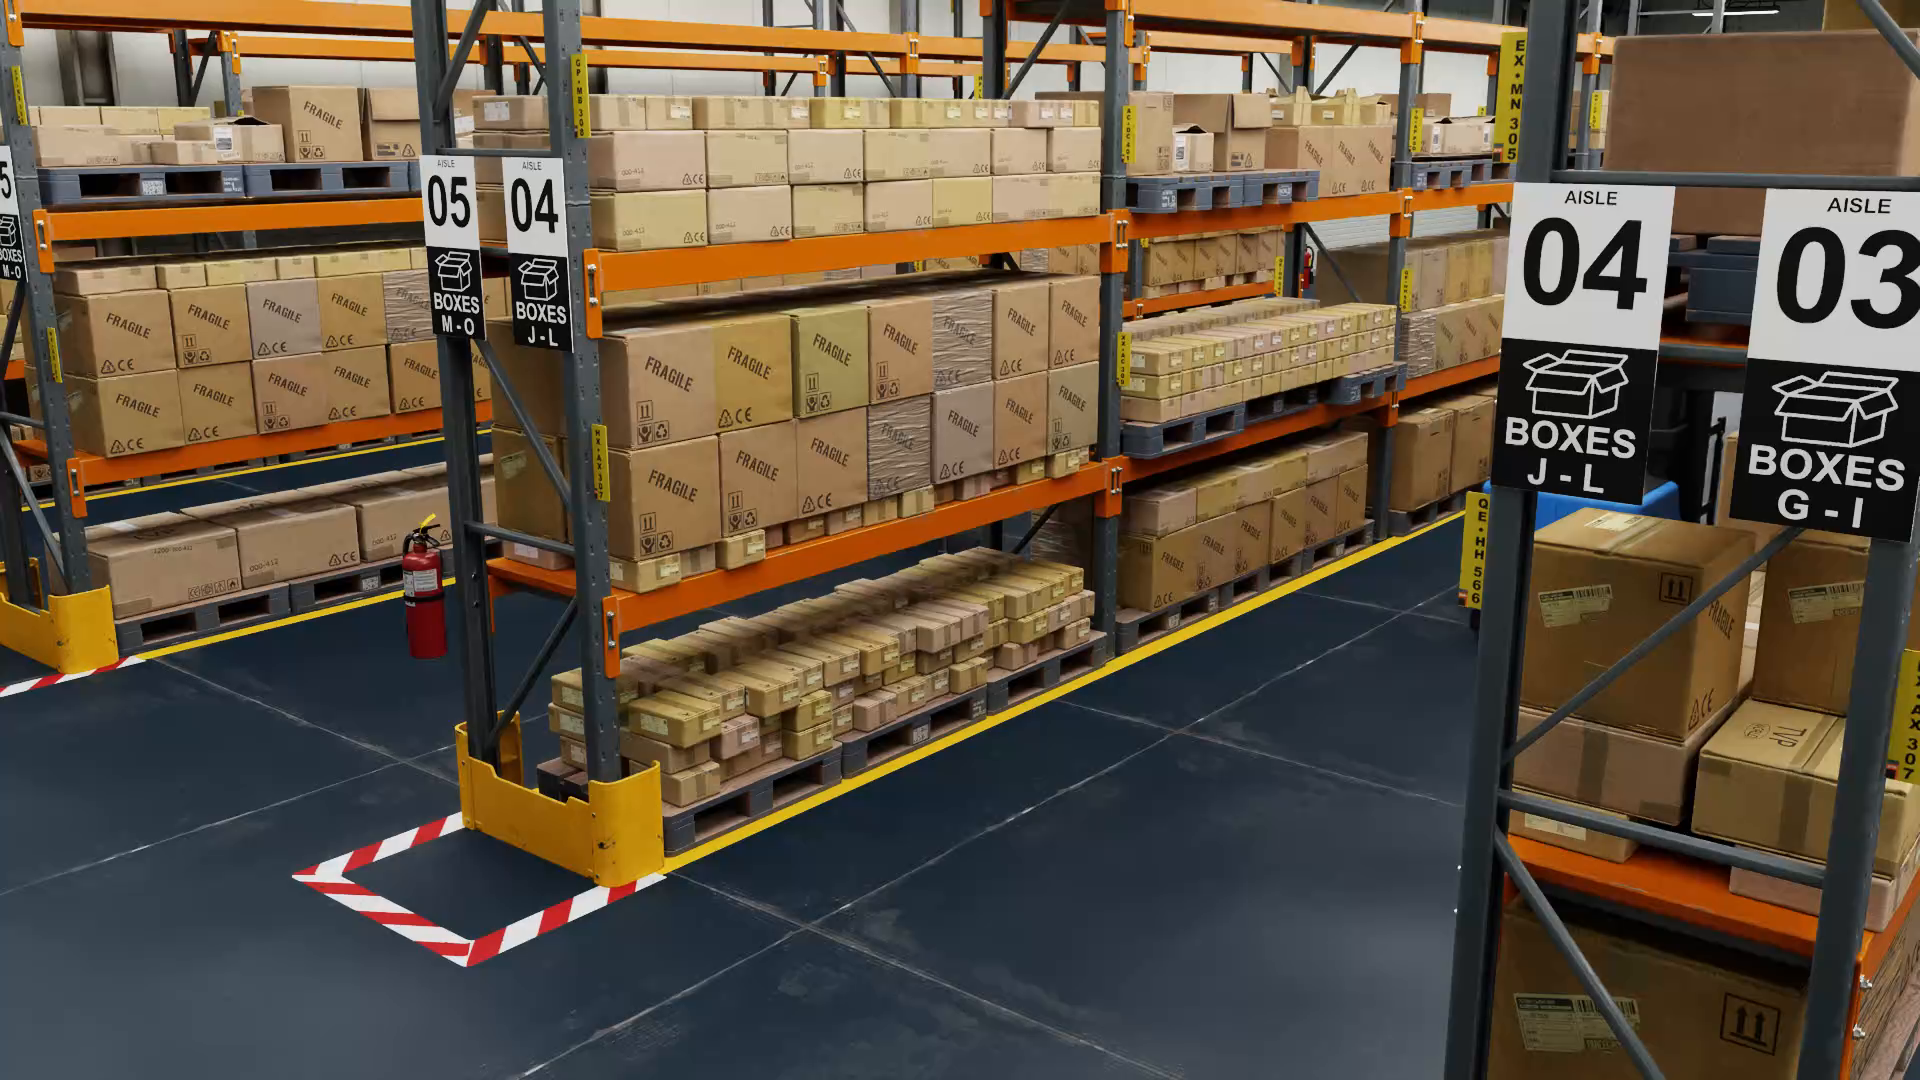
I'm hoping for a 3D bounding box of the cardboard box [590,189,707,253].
[{"bbox_3d":[-1.470,-1.420,7.332,0.500,0.250,0.500,12,19,39],"label":"cardboard box"}]

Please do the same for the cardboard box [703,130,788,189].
[{"bbox_3d":[-1.146,-1.760,7.655,0.500,0.250,0.500,11,18,37],"label":"cardboard box"}]

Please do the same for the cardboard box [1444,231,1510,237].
[{"bbox_3d":[4.962,-2.629,15.644,0.700,0.500,0.500,11,18,37],"label":"cardboard box"}]

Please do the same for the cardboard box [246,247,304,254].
[{"bbox_3d":[-4.856,-1.986,11.799,0.380,0.149,0.250,12,19,39],"label":"cardboard box"}]

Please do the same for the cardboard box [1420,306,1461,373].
[{"bbox_3d":[3.887,-1.715,14.078,0.500,0.500,0.500,11,18,37],"label":"cardboard box"}]

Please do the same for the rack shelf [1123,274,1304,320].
[{"bbox_3d":[2.934,-3.071,21.082,1.077,0.370,4.000,11,18,38],"label":"rack shelf"}]

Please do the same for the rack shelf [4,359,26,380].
[{"bbox_3d":[-8.471,-1.541,15.057,1.077,0.370,4.000,11,18,38],"label":"rack shelf"}]

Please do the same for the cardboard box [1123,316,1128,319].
[{"bbox_3d":[2.159,-2.524,20.674,0.500,0.500,0.500,12,18,39],"label":"cardboard box"}]

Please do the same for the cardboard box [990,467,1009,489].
[{"bbox_3d":[0.059,-0.399,9.611,0.380,0.149,0.250,11,18,36],"label":"cardboard box"}]

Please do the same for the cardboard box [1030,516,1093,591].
[{"bbox_3d":[0.832,0.069,11.483,0.500,0.500,0.500,11,18,36],"label":"cardboard box"}]

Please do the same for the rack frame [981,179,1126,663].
[{"bbox_3d":[0.563,-0.758,10.516,1.000,3.000,0.127,11,18,38],"label":"rack frame"}]

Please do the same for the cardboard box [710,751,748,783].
[{"bbox_3d":[-1.272,1.072,8.247,0.380,0.149,0.250,11,18,37],"label":"cardboard box"}]

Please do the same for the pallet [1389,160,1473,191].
[{"bbox_3d":[3.440,-3.018,13.703,1.213,0.211,1.003,12,19,40],"label":"pallet"}]

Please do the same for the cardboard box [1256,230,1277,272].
[{"bbox_3d":[3.746,-3.754,21.501,0.500,0.500,0.500,11,18,38],"label":"cardboard box"}]

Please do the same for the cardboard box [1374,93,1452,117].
[{"bbox_3d":[3.952,-3.655,14.567,0.500,0.500,0.500,11,18,38],"label":"cardboard box"}]

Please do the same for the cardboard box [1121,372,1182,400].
[{"bbox_3d":[1.168,-0.989,10.475,0.380,0.149,0.250,12,18,38],"label":"cardboard box"}]

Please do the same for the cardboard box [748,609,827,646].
[{"bbox_3d":[-0.959,0.515,9.231,0.380,0.149,0.250,11,18,36],"label":"cardboard box"}]

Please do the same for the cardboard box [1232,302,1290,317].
[{"bbox_3d":[2.312,-1.738,12.820,0.380,0.149,0.250,11,18,37],"label":"cardboard box"}]

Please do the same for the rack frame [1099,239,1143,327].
[{"bbox_3d":[1.677,-3.037,19.486,1.000,3.000,0.127,11,18,38],"label":"rack frame"}]

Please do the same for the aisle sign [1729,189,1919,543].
[{"bbox_3d":[2.031,-0.405,3.846,0.394,0.787,0.004,11,18,38],"label":"aisle sign"}]

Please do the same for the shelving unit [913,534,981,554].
[{"bbox_3d":[-0.104,-0.986,13.240,0.431,2.100,0.503,11,18,38],"label":"shelving unit"}]

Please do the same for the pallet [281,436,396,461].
[{"bbox_3d":[-6.732,-1.082,17.455,1.003,0.211,1.213,11,18,38],"label":"pallet"}]

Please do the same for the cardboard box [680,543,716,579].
[{"bbox_3d":[-1.365,0.063,7.793,0.380,0.149,0.250,12,19,40],"label":"cardboard box"}]

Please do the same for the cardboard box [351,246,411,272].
[{"bbox_3d":[-4.149,-2.009,11.888,0.380,0.149,0.250,11,18,36],"label":"cardboard box"}]

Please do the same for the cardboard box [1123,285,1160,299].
[{"bbox_3d":[2.125,-2.926,19.559,0.380,0.149,0.250,11,18,37],"label":"cardboard box"}]

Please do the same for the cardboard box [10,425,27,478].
[{"bbox_3d":[-8.702,-0.759,14.741,0.700,0.500,0.500,12,19,40],"label":"cardboard box"}]

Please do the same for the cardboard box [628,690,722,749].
[{"bbox_3d":[-1.357,0.850,7.914,0.380,0.149,0.250,10,17,35],"label":"cardboard box"}]

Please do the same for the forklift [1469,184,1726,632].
[{"bbox_3d":[4.685,-0.971,11.493,1.130,2.935,3.031,11,18,37],"label":"forklift"}]

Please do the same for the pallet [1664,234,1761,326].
[{"bbox_3d":[2.301,-0.760,4.610,1.003,0.211,1.213,11,18,38],"label":"pallet"}]

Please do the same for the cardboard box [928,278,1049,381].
[{"bbox_3d":[0.157,-1.204,9.432,0.500,0.500,0.500,11,18,36],"label":"cardboard box"}]

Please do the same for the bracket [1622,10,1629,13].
[{"bbox_3d":[19.700,-15.339,48.418,0.076,0.066,3.189,11,18,38],"label":"bracket"}]

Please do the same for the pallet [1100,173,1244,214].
[{"bbox_3d":[1.034,-2.223,10.570,1.213,0.211,1.003,11,18,38],"label":"pallet"}]

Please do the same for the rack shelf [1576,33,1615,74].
[{"bbox_3d":[6.848,-5.039,17.454,1.077,0.370,4.000,11,18,38],"label":"rack shelf"}]

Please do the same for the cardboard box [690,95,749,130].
[{"bbox_3d":[-1.169,-1.922,7.486,0.380,0.149,0.250,11,18,37],"label":"cardboard box"}]

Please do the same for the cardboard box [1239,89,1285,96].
[{"bbox_3d":[2.284,-3.264,12.530,0.396,0.266,0.258,11,18,38],"label":"cardboard box"}]

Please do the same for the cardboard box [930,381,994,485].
[{"bbox_3d":[-0.162,-0.620,9.165,0.500,0.500,0.500,11,18,37],"label":"cardboard box"}]

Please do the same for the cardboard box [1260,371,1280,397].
[{"bbox_3d":[1.985,-1.095,11.500,0.380,0.149,0.250,11,18,37],"label":"cardboard box"}]

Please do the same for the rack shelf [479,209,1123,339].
[{"bbox_3d":[-0.694,-1.480,8.727,1.077,0.370,4.000,11,18,38],"label":"rack shelf"}]

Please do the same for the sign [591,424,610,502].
[{"bbox_3d":[-1.529,-0.328,7.063,0.100,0.325,0.005,11,18,38],"label":"sign"}]

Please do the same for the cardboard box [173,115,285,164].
[{"bbox_3d":[-4.885,-2.681,11.115,0.500,0.311,0.500,12,18,39],"label":"cardboard box"}]

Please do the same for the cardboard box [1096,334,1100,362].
[{"bbox_3d":[0.832,-1.287,11.046,0.380,0.149,0.250,11,18,36],"label":"cardboard box"}]

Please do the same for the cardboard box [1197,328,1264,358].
[{"bbox_3d":[1.821,-1.332,11.224,0.380,0.149,0.250,11,18,37],"label":"cardboard box"}]

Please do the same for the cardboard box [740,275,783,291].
[{"bbox_3d":[-1.915,-2.375,14.647,0.500,0.500,0.500,11,18,37],"label":"cardboard box"}]

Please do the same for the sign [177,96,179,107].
[{"bbox_3d":[-7.648,-4.253,16.330,0.100,0.325,0.005,11,18,38],"label":"sign"}]

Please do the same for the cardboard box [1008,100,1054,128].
[{"bbox_3d":[0.300,-2.367,9.237,0.380,0.149,0.250,11,18,37],"label":"cardboard box"}]

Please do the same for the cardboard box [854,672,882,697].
[{"bbox_3d":[-0.644,0.721,9.027,0.380,0.149,0.250,12,19,40],"label":"cardboard box"}]

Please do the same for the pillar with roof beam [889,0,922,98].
[{"bbox_3d":[2.538,-6.818,22.185,9.100,9.000,0.400,11,18,38],"label":"pillar with roof beam"}]

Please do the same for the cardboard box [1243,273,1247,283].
[{"bbox_3d":[3.463,-3.384,21.361,0.380,0.149,0.250,12,18,38],"label":"cardboard box"}]

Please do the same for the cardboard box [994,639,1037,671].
[{"bbox_3d":[0.237,0.645,9.928,0.380,0.149,0.250,11,18,36],"label":"cardboard box"}]

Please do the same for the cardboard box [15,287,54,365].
[{"bbox_3d":[-5.747,-1.401,10.813,0.500,0.500,0.500,12,19,39],"label":"cardboard box"}]

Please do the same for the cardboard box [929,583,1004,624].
[{"bbox_3d":[0.037,0.381,9.758,0.380,0.149,0.250,12,19,39],"label":"cardboard box"}]

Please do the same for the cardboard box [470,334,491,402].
[{"bbox_3d":[-3.762,-1.326,12.546,0.500,0.500,0.500,11,18,36],"label":"cardboard box"}]

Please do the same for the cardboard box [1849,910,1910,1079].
[{"bbox_3d":[2.755,1.312,5.830,0.875,0.875,0.875,11,18,38],"label":"cardboard box"}]

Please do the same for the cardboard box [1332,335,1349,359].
[{"bbox_3d":[2.633,-1.435,12.234,0.380,0.149,0.250,11,18,38],"label":"cardboard box"}]

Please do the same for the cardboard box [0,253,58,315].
[{"bbox_3d":[-8.291,-2.274,14.659,0.500,0.500,0.500,12,18,39],"label":"cardboard box"}]

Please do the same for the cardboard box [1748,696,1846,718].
[{"bbox_3d":[2.677,0.572,4.978,0.500,0.250,0.500,11,18,37],"label":"cardboard box"}]
